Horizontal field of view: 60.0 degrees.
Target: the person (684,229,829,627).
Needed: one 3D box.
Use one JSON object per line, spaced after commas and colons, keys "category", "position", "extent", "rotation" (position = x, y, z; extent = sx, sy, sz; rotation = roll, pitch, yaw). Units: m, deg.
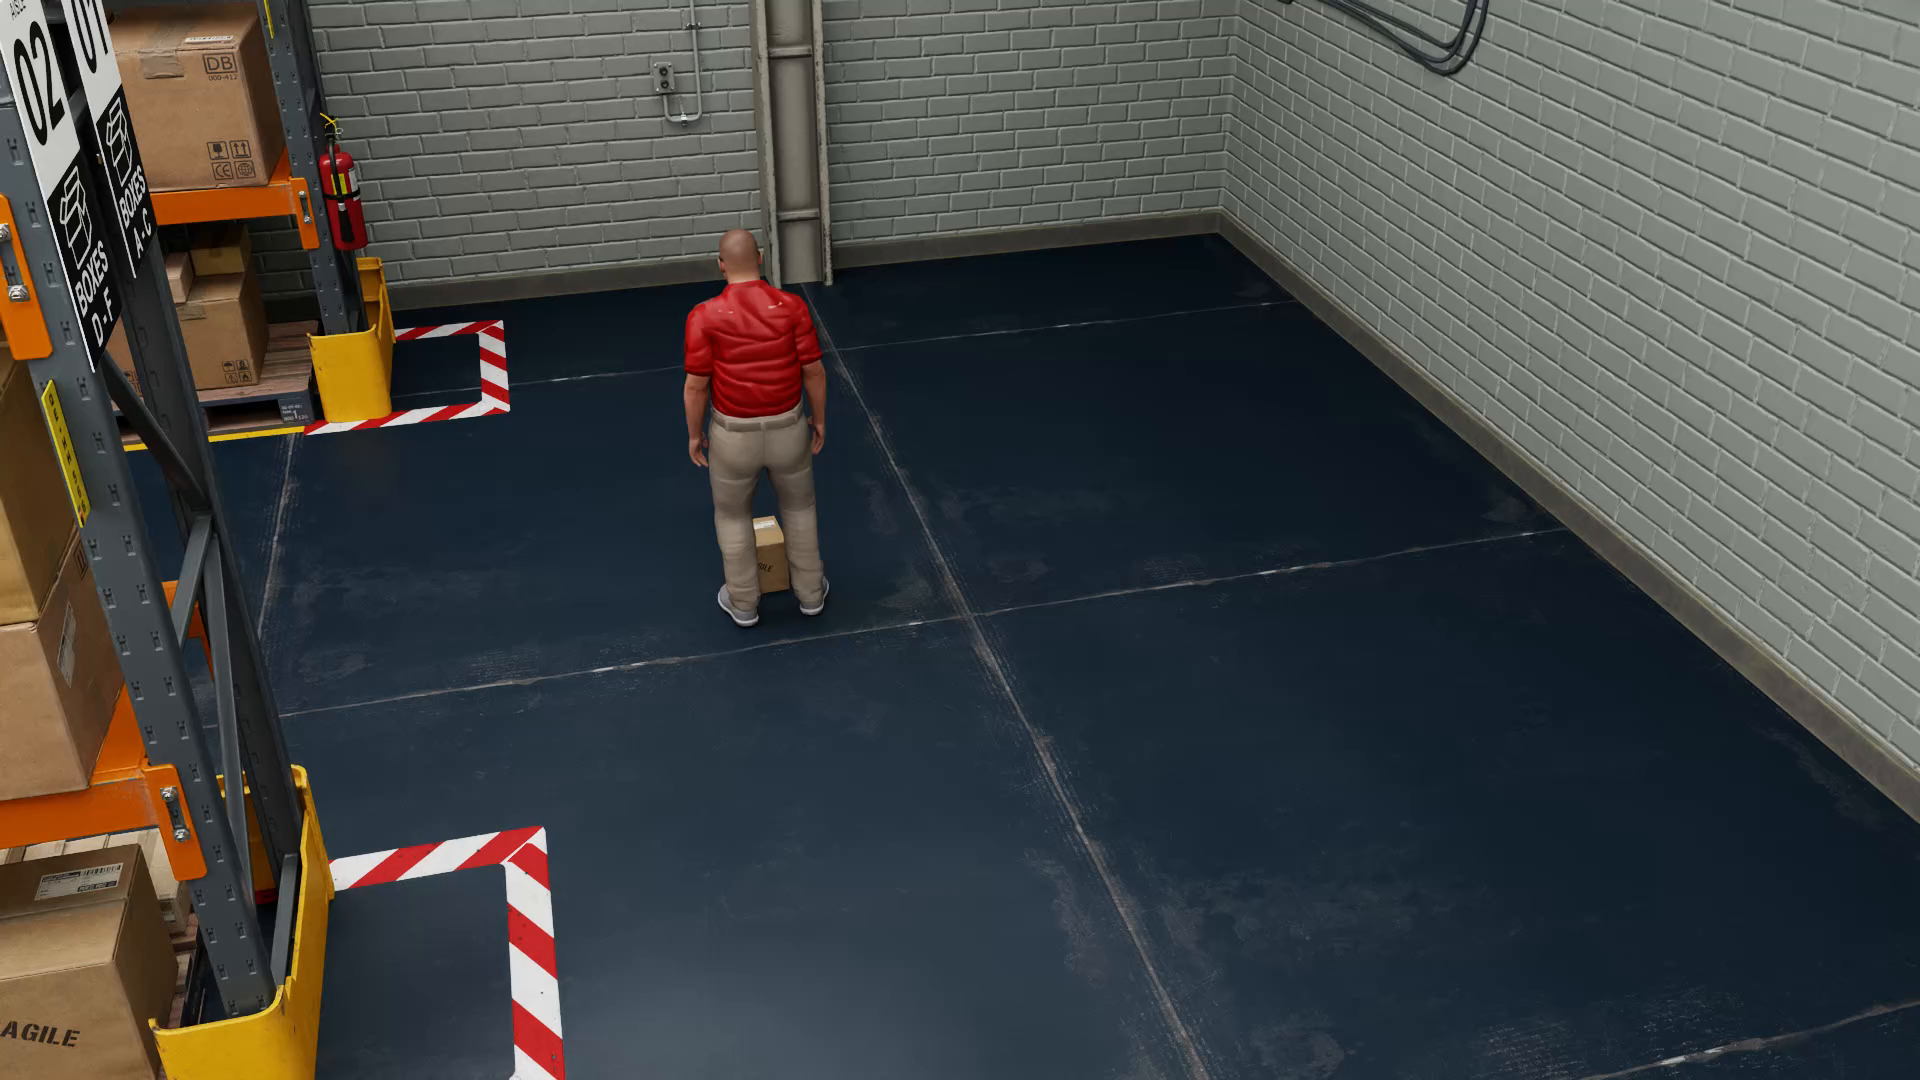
{"category": "person", "position": [-0.839, -0.446, 6.914], "extent": [0.586, 1.726, 0.396], "rotation": [-8, 31, -13]}
